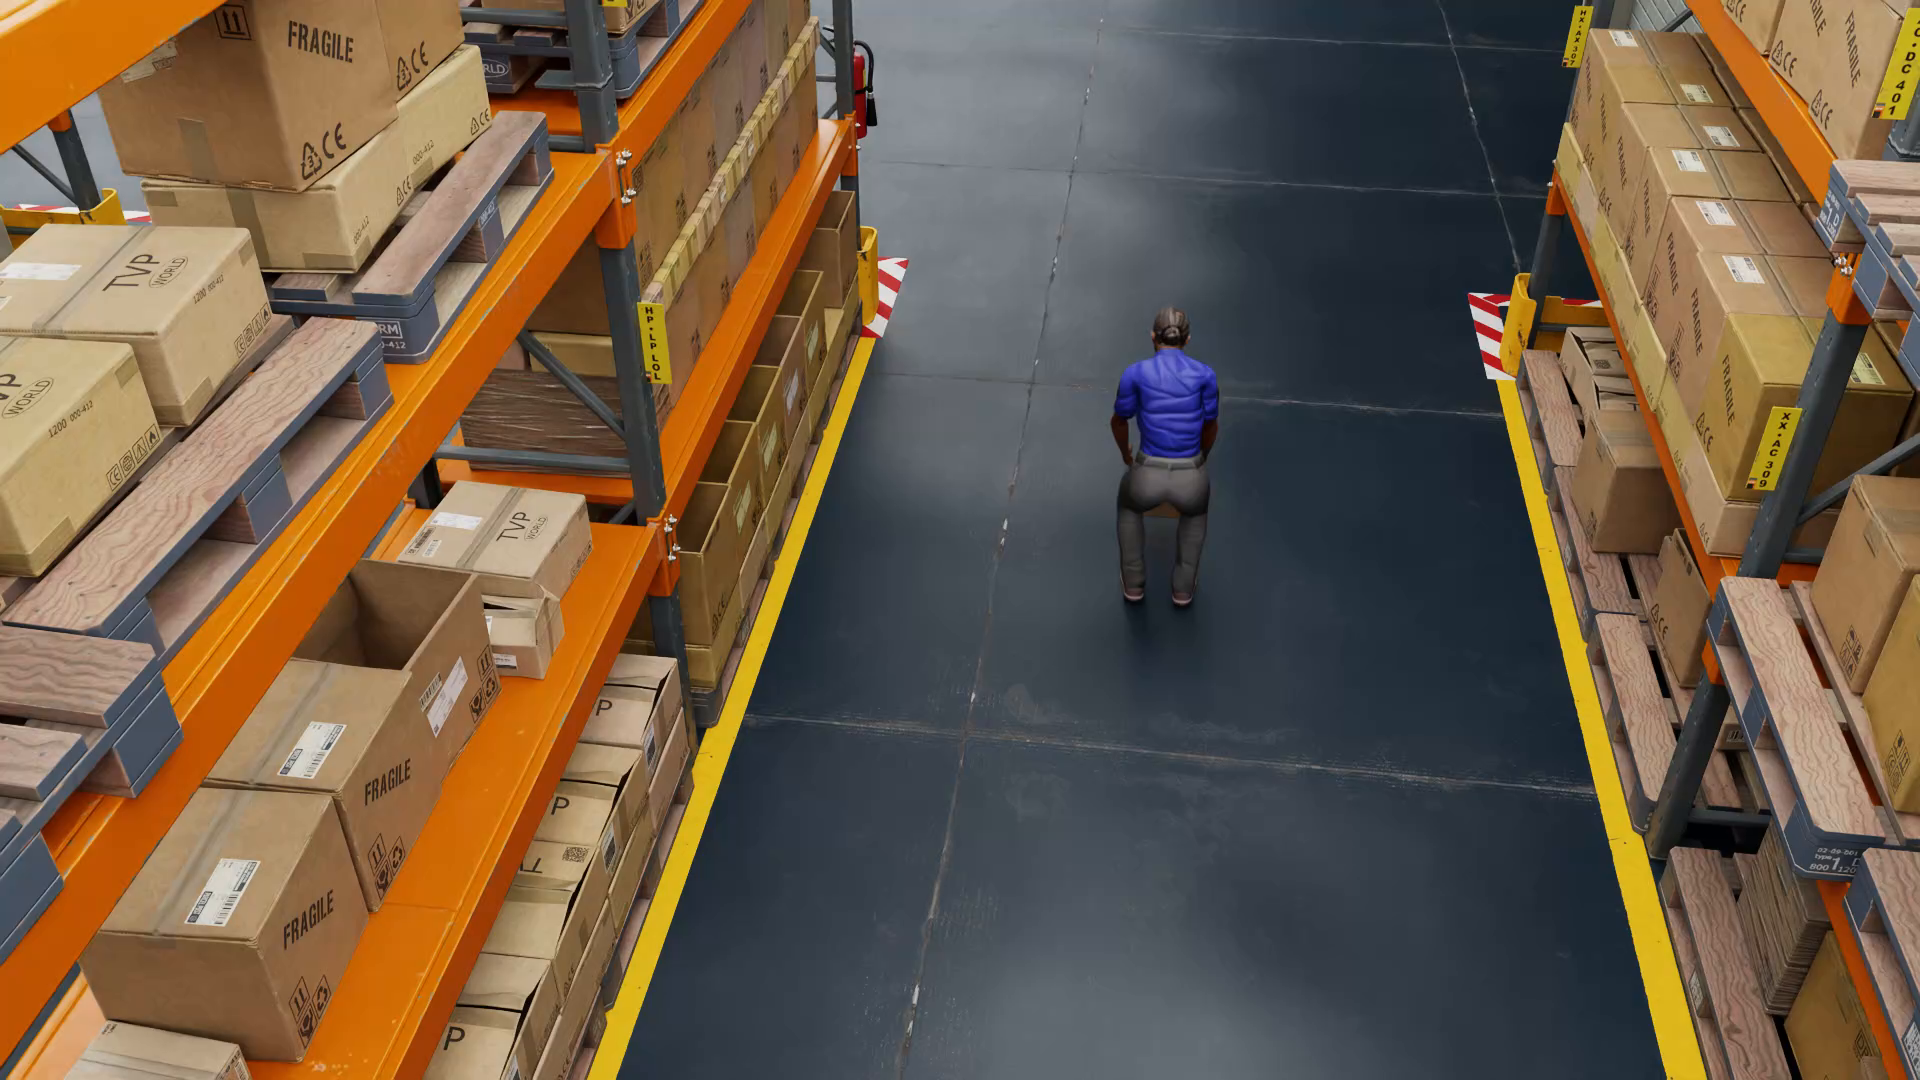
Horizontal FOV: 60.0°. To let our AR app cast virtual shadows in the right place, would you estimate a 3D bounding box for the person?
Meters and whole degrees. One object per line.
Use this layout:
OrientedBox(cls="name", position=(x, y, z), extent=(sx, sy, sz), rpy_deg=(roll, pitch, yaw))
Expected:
OrientedBox(cls="person", position=(0.938, -0.369, 7.757), extent=(0.494, 1.417, 0.499), rpy_deg=(5, 37, 6))
